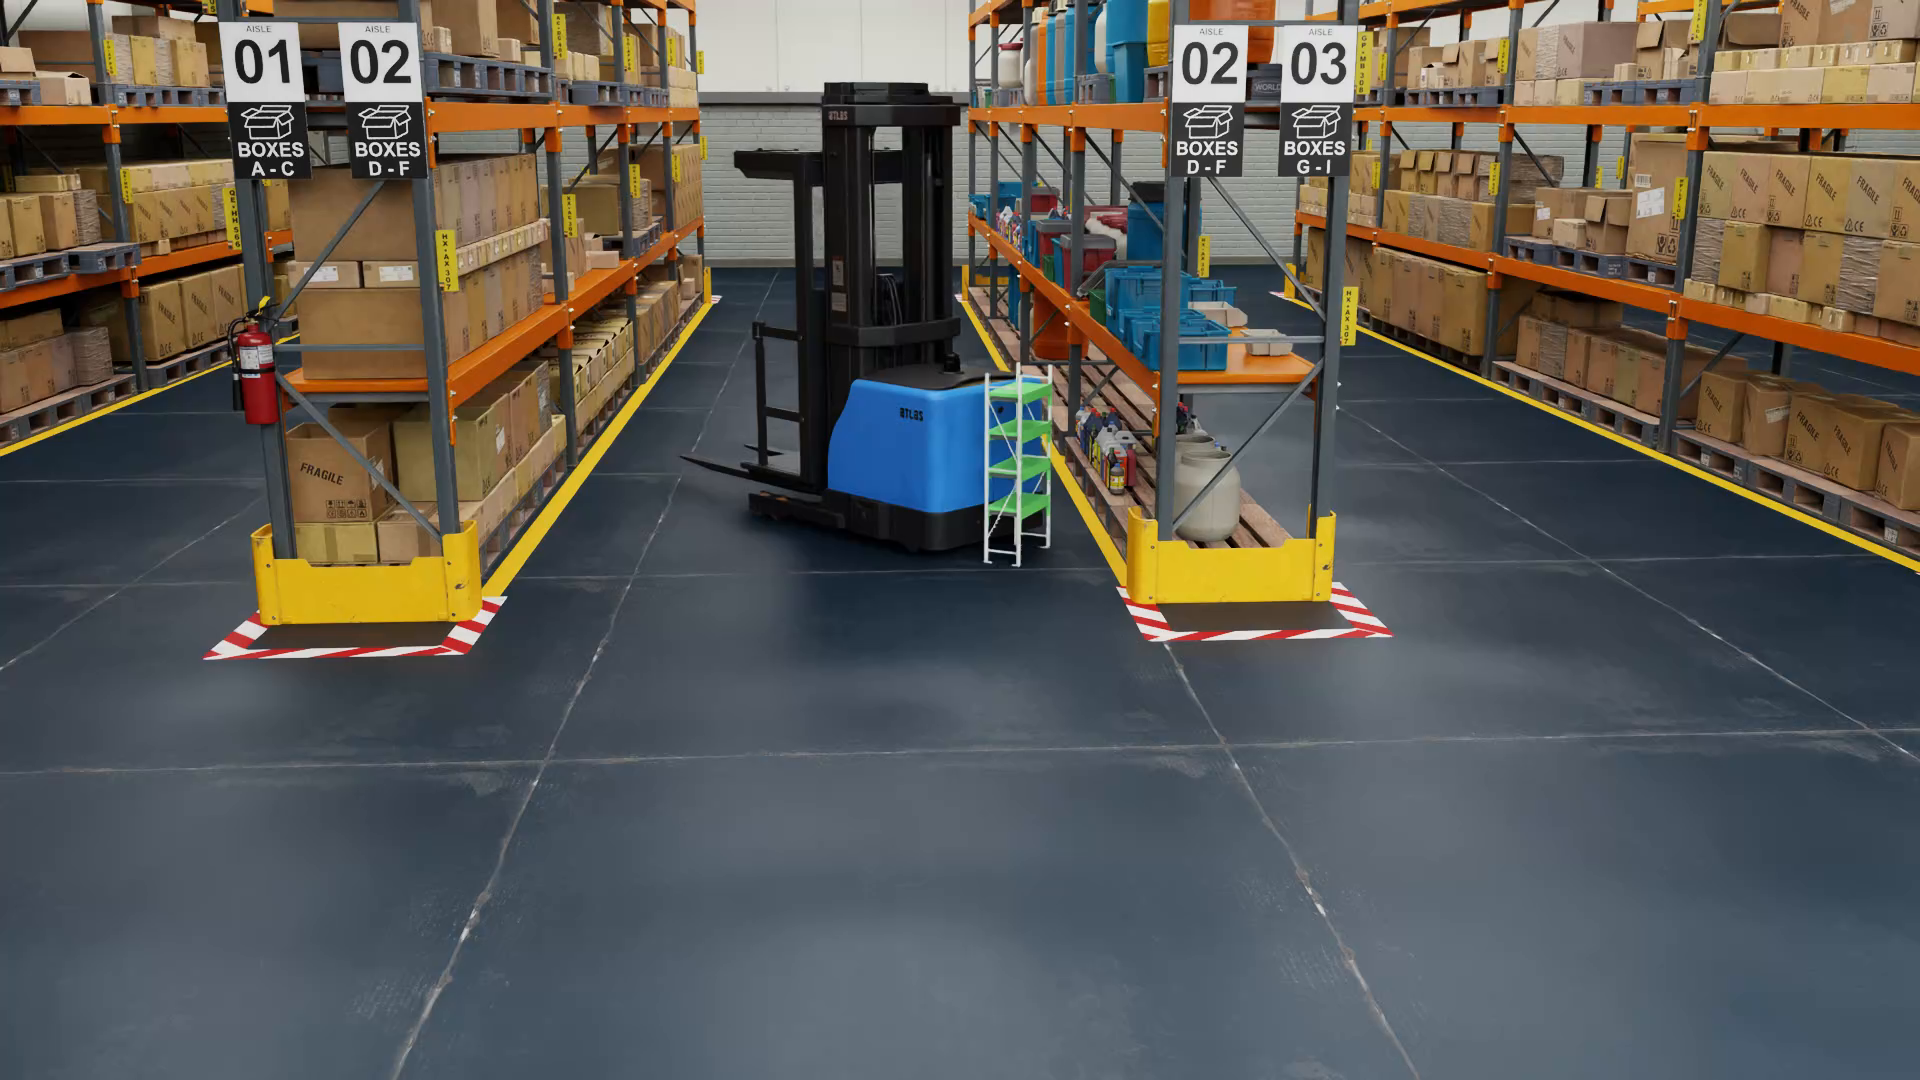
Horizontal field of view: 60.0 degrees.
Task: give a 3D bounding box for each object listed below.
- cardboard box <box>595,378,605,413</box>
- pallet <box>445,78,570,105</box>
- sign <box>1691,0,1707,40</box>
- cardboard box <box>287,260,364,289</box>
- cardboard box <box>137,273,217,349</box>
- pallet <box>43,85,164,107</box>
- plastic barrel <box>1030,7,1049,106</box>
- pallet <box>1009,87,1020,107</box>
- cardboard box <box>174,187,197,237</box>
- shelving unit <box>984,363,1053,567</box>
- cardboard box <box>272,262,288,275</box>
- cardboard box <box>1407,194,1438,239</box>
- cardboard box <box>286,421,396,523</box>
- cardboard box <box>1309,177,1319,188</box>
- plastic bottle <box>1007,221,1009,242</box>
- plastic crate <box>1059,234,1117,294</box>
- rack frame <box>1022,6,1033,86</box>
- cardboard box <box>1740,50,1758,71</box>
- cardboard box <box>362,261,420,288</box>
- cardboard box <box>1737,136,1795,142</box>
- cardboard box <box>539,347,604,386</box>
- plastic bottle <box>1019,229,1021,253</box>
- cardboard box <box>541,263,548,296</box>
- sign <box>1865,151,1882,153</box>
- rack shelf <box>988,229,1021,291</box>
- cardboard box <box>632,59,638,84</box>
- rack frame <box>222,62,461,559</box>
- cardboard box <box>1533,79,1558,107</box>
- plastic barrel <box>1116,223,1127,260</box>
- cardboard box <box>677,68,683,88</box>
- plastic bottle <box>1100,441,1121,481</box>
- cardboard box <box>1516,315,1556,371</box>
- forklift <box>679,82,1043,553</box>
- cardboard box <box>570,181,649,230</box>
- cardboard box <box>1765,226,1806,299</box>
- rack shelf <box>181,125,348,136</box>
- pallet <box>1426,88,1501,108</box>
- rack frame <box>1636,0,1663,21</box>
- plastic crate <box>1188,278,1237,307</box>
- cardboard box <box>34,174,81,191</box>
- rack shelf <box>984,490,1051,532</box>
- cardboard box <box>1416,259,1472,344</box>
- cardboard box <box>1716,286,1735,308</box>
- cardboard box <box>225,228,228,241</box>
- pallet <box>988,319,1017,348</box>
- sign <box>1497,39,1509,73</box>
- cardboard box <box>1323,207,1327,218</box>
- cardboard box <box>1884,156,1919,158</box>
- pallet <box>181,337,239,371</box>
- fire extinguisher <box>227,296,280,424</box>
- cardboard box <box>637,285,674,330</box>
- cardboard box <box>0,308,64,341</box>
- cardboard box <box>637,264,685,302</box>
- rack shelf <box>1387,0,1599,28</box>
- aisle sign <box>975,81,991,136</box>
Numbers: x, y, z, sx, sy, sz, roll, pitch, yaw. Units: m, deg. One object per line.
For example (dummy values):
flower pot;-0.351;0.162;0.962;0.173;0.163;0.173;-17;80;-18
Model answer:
cardboard box;-3.407;-1.266;14.602;0.500;0.250;0.500;-1;14;-5
pallet;-3.632;-3.613;13.414;0.805;0.209;1.217;-1;15;-6
sign;5.769;-4.070;12.979;0.100;0.325;0.005;-1;14;-3
cardboard box;-3.531;-1.494;9.311;0.380;0.149;0.250;-1;14;-4
cardboard box;-8.719;-2.517;18.259;0.750;0.750;0.750;-1;14;-4
pallet;-8.849;-4.472;16.747;1.213;0.211;1.003;0;14;-1
plastic barrel;0.966;-4.592;15.829;0.600;0.901;0.600;0;14;0
pallet;1.103;-4.985;18.741;1.003;0.211;1.213;-1;14;-3
cardboard box;-8.584;-3.532;17.897;0.500;0.500;0.500;-1;14;-4
shelving unit;0.369;-0.481;10.488;0.258;1.200;0.503;7;16;24
cardboard box;-8.787;-3.529;21.594;0.380;0.149;0.250;0;14;-2
cardboard box;5.669;-3.856;19.794;0.500;0.500;0.500;-1;14;-5
cardboard box;-3.647;-0.403;9.743;0.500;0.500;0.500;-1;14;-3
cardboard box;5.371;-5.357;24.027;0.500;0.500;0.500;-1;14;-5
plastic bottle;0.590;-3.575;19.158;0.097;0.271;0.097;0;14;0
plastic crate;1.044;-2.256;13.648;0.402;0.464;0.583;-1;14;-3
rack frame;1.132;-6.010;16.325;1.000;3.000;0.127;-1;14;-3
cardboard box;6.120;-3.609;12.513;0.380;0.149;0.250;-2;15;-6
cardboard box;-3.126;-1.503;9.345;0.380;0.149;0.250;-1;14;-4
cardboard box;10.485;-5.017;21.700;0.500;0.500;0.500;-1;14;-5
cardboard box;-3.401;-1.537;14.532;0.500;0.311;0.500;-1;14;-5
plastic bottle;0.667;-3.199;17.675;0.061;0.283;0.133;-1;14;-3
cardboard box;-3.639;-2.083;13.404;0.500;0.250;0.500;0;14;0
sign;17.135;-7.172;31.225;0.339;0.242;0.001;-1;14;-3
rack shelf;1.008;-3.253;19.095;1.077;0.370;4.000;-1;14;-3
cardboard box;-3.937;-4.894;17.808;0.910;0.500;0.500;-1;14;-3
rack frame;-3.317;-1.039;9.046;1.000;3.000;0.127;-1;14;-3
cardboard box;5.882;-4.313;16.049;0.500;0.250;0.500;-1;14;-2
plastic barrel;1.539;-2.417;14.127;0.433;0.535;0.433;0;14;0
cardboard box;-3.894;-6.020;21.680;0.500;0.250;0.500;-1;14;-3
plastic bottle;1.079;-0.556;11.753;0.152;0.276;0.135;-1;14;-5
cardboard box;6.137;-2.017;16.980;0.700;0.500;0.500;-2;15;-6
forklift;-0.835;-1.632;11.487;1.130;2.935;3.031;-14;20;-43
cardboard box;-3.830;-3.666;18.212;0.700;0.500;0.500;2;15;7
cardboard box;6.417;-2.018;12.052;0.875;0.500;0.500;-1;14;-3
rack shelf;-9.128;-5.548;21.993;1.077;0.370;4.000;-1;14;-3
pallet;5.910;-4.980;18.719;1.003;0.211;1.213;0;14;-1
rack frame;10.536;-8.127;24.555;1.000;3.000;0.127;-1;14;-3
plastic crate;1.719;-1.767;12.171;0.499;0.251;0.616;-1;14;-3
cardboard box;-8.705;-3.442;15.998;0.380;0.149;0.250;-3;15;-11
rack shelf;0.369;-0.187;10.564;0.258;0.148;0.480;7;16;24
cardboard box;6.006;-2.749;19.112;1.225;0.875;0.875;-1;14;-3
cardboard box;6.082;-1.882;12.826;0.380;0.149;0.250;-1;14;-3
cardboard box;-8.615;-3.562;19.316;0.380;0.149;0.250;-1;14;-3
pallet;0.890;-2.556;20.538;1.003;0.211;1.213;-1;14;-3
sign;5.521;-4.916;16.896;0.100;0.325;0.005;-1;14;-3
cardboard box;5.354;-4.636;23.528;0.380;0.149;0.250;-1;14;-4
cardboard box;6.715;-2.382;11.461;0.500;0.500;0.500;-1;14;-3
pallet;-8.802;-2.101;18.769;1.003;0.211;1.213;-1;14;-3
fire extinguisher;-3.773;-0.965;8.914;0.296;0.674;0.183;-1;14;-3
cardboard box;-3.721;-2.785;19.964;0.500;0.500;0.500;-1;14;-3
cardboard box;-8.687;-1.996;15.394;0.500;0.250;0.500;-1;14;-2
cardboard box;-4.182;-3.495;22.717;0.797;0.503;0.637;-1;14;-3
rack shelf;5.951;-6.042;18.695;1.077;0.370;4.000;-1;14;-3
aisle sign;0.335;-6.366;24.533;0.394;0.787;0.004;-1;14;-3
